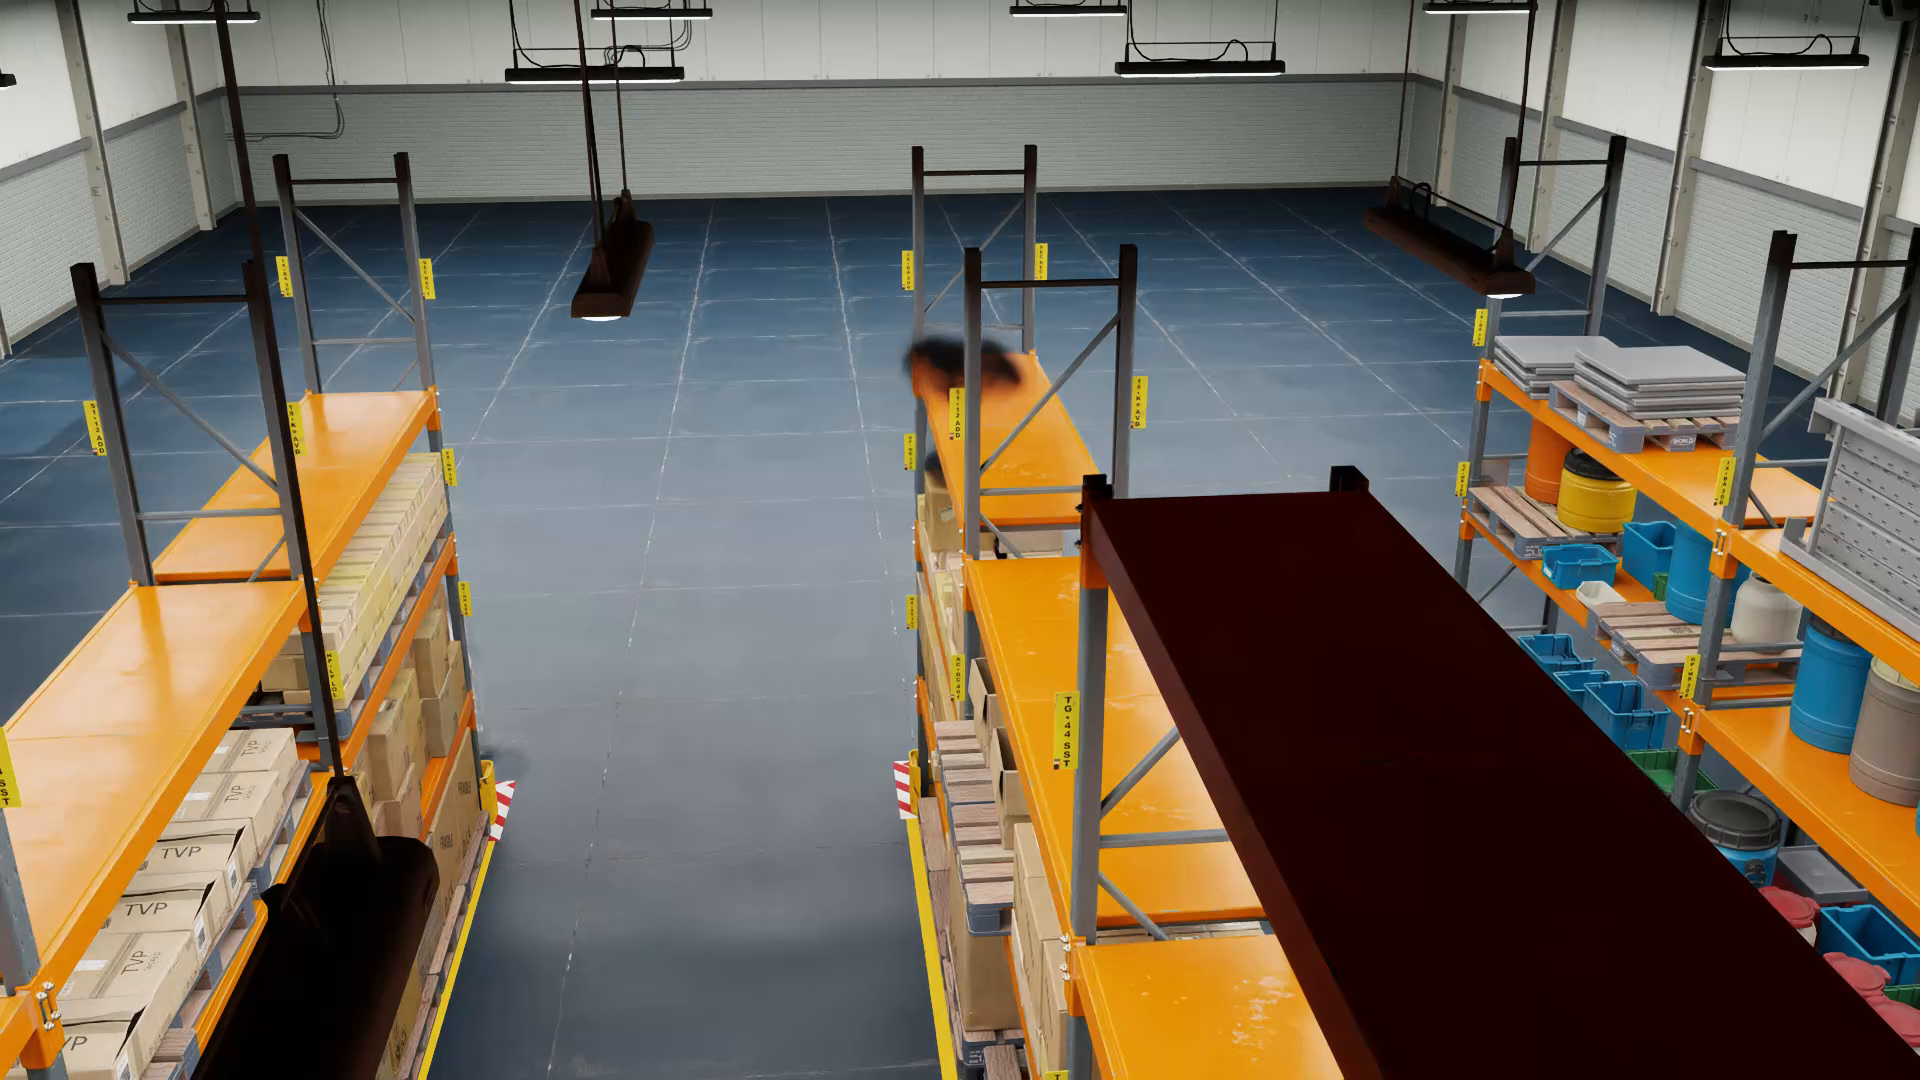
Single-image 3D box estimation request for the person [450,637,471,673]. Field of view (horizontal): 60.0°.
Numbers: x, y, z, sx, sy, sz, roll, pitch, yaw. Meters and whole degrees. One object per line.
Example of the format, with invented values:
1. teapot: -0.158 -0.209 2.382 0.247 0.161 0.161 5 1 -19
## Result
1. person: -5.246 1.216 16.333 0.879 1.692 0.757 -5 22 -12
